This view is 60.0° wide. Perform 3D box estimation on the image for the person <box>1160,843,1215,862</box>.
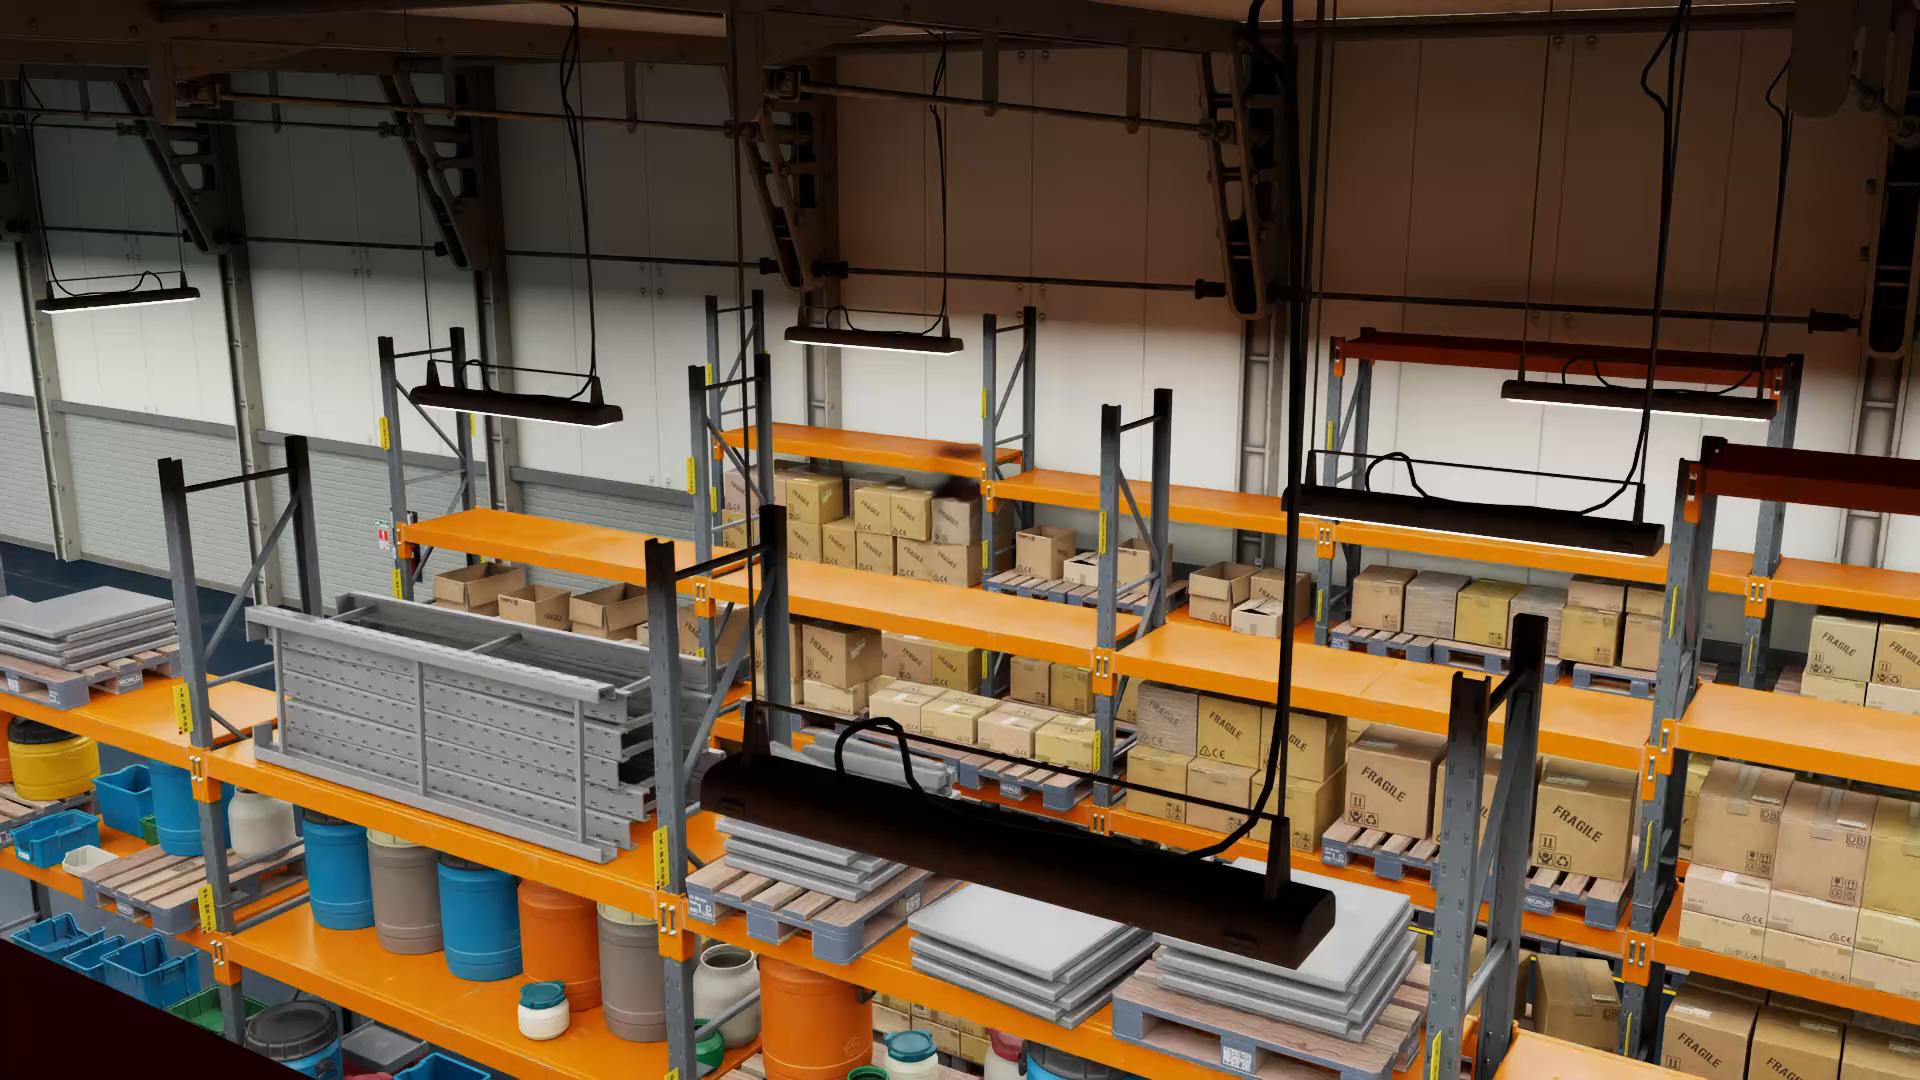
[{"bbox_3d":[2.183,3.345,16.036,0.624,1.779,0.405,8,16,29],"label":"person"}]
